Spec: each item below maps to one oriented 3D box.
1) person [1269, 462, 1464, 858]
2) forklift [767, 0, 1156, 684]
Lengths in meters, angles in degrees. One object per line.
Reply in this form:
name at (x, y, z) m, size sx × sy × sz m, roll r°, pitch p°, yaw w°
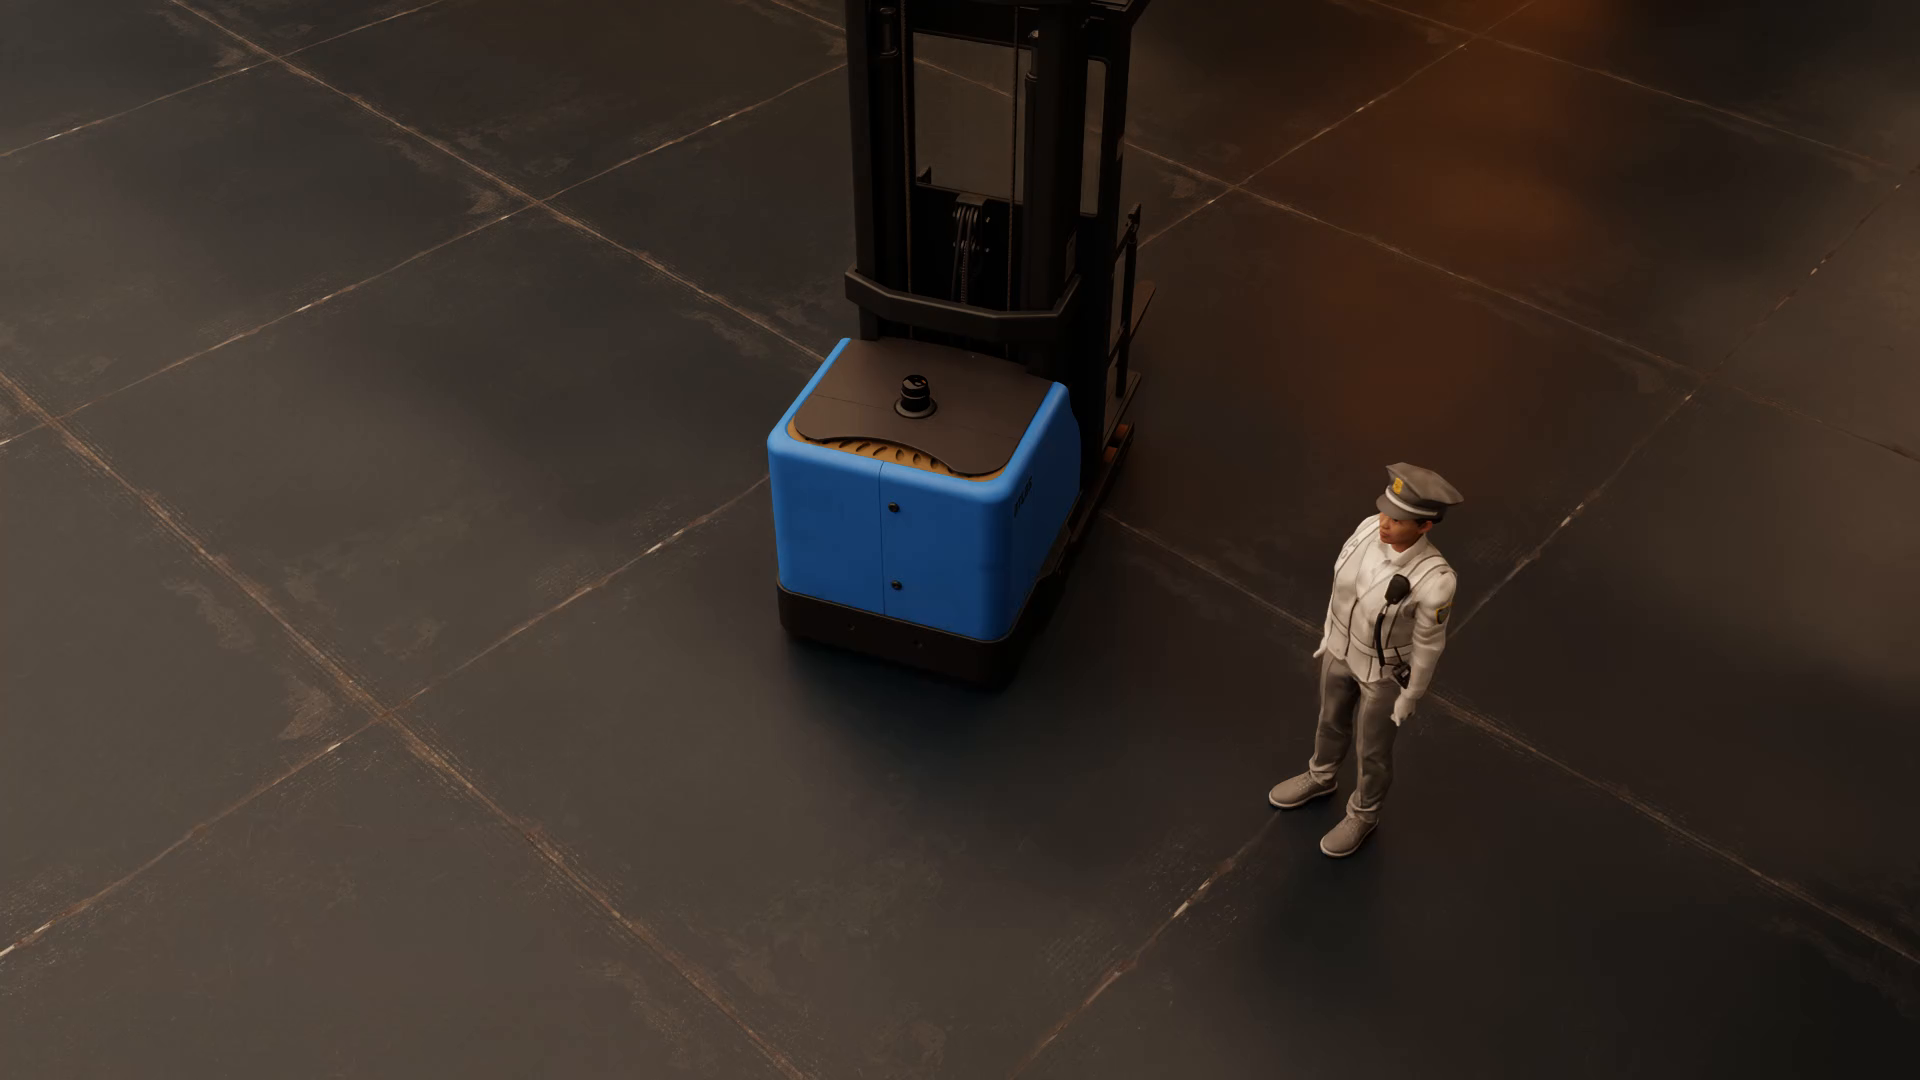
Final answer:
person at (1.453, 0.428, 5.884) m, size 0.351 × 1.694 × 0.459 m, roll -23°, pitch 46°, yaw -24°
forklift at (0.211, -1.484, 7.158) m, size 1.130 × 2.935 × 3.031 m, roll 14°, pitch 42°, yaw 15°
